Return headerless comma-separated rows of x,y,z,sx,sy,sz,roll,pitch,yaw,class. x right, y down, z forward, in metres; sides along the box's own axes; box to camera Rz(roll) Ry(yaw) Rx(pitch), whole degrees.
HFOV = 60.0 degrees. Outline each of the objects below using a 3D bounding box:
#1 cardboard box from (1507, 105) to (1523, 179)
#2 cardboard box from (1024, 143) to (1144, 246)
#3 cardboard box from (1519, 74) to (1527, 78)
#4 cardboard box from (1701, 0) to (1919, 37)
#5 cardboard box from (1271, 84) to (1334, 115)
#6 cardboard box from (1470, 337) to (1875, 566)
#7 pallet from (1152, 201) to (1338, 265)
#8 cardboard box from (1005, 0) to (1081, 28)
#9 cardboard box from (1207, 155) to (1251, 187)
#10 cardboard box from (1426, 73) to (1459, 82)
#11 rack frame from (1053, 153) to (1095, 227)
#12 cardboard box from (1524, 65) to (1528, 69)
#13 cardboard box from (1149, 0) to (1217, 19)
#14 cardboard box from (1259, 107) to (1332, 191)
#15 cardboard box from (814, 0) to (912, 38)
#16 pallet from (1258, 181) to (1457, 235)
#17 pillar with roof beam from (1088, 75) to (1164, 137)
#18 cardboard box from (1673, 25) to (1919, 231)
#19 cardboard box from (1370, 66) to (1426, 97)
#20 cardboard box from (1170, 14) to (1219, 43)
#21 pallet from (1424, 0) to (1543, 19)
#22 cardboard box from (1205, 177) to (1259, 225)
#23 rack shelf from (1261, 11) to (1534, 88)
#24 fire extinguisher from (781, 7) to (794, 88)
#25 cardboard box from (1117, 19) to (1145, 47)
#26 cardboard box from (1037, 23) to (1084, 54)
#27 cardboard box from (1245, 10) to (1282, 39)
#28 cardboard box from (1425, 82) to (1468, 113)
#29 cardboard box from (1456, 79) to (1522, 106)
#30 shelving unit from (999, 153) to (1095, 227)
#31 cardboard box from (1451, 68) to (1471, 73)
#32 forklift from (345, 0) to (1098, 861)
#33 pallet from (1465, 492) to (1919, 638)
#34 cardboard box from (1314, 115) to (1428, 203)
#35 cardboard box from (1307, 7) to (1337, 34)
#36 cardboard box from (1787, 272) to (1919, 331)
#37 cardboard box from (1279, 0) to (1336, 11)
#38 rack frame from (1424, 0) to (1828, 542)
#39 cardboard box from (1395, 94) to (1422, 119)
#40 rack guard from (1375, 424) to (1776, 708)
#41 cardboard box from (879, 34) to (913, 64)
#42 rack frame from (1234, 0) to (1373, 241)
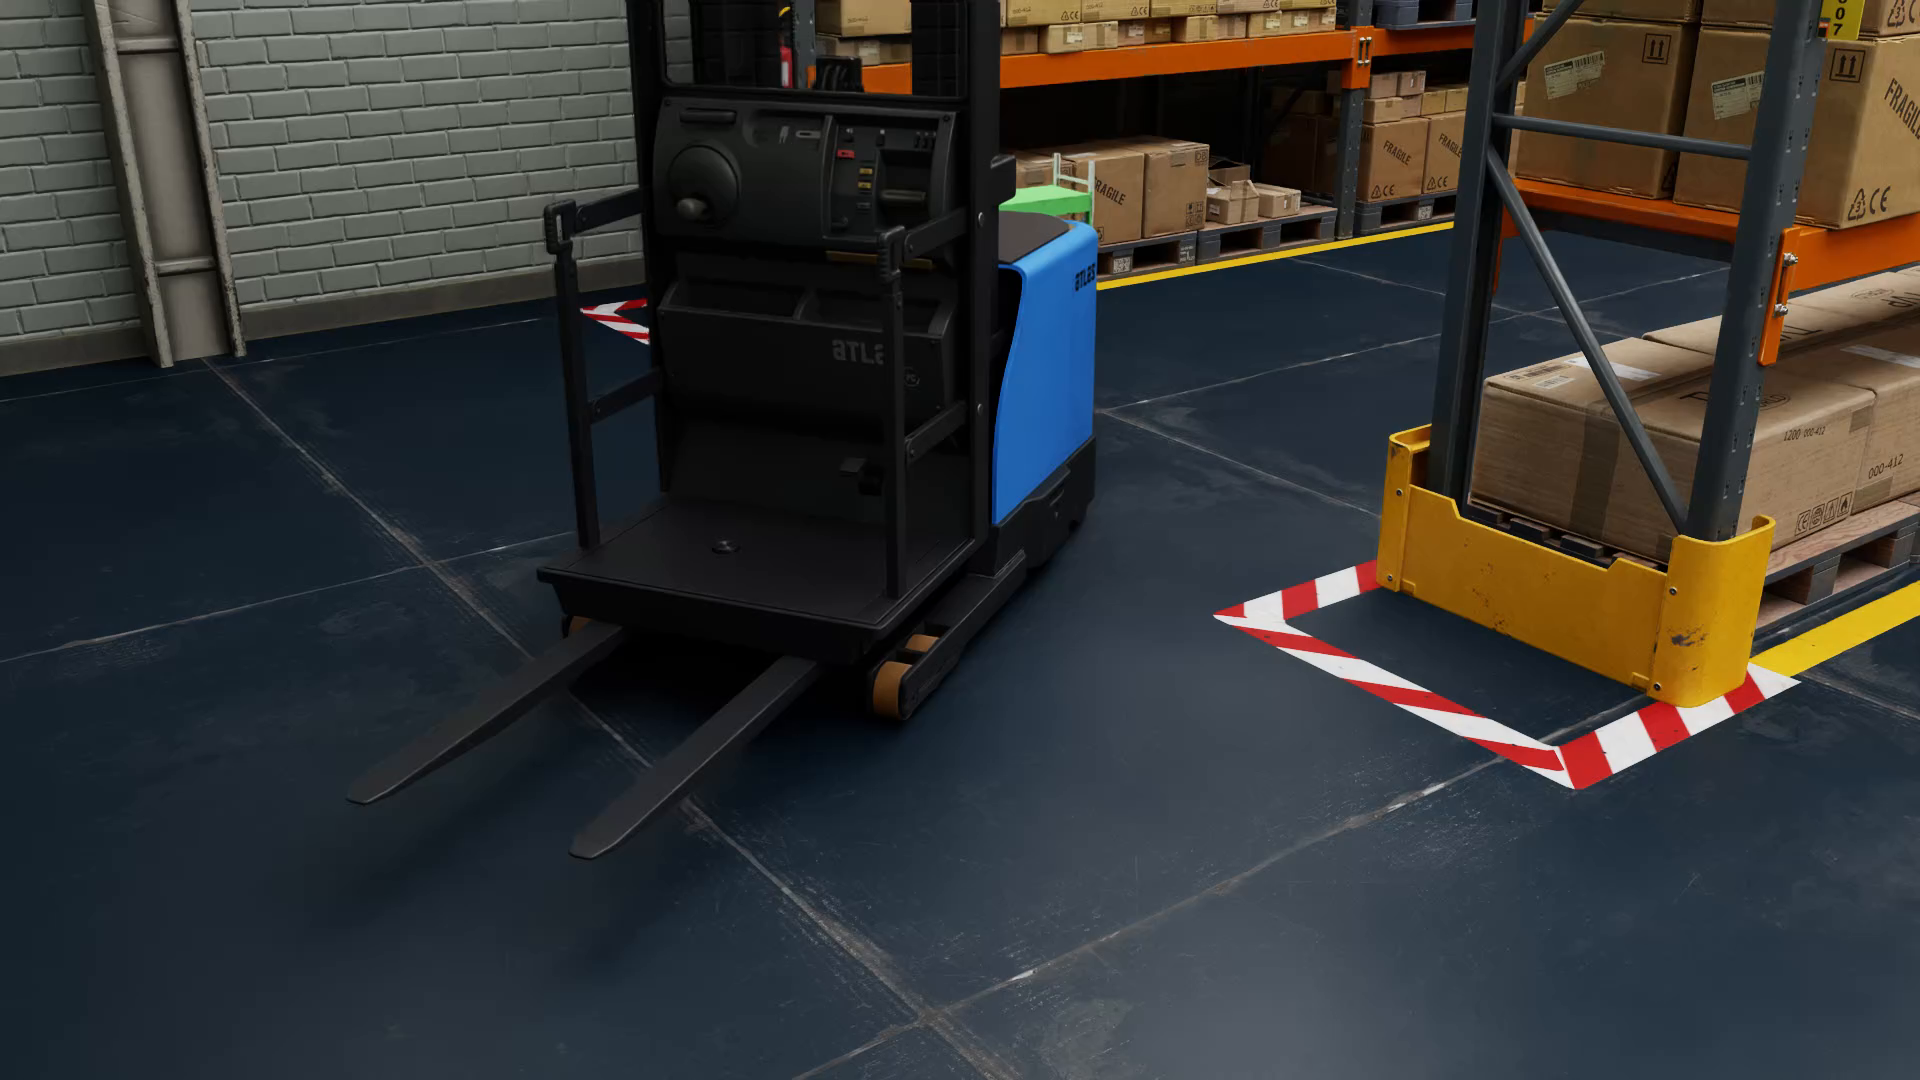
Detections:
3.565,-2.781,11.623,0.500,0.500,0.500,-16,27,-34,cardboard box
0.715,-2.014,9.703,0.500,0.500,0.500,-14,26,-32,cardboard box
4.108,-3.224,11.860,0.250,0.149,0.380,-16,27,-35,cardboard box
2.417,-1.655,4.513,0.500,0.500,0.500,-16,27,-34,cardboard box
2.337,-2.986,11.264,0.250,0.149,0.380,-16,27,-35,cardboard box
2.339,-0.304,5.502,0.875,0.438,0.875,-16,27,-35,cardboard box
1.648,-2.041,10.727,1.213,0.211,1.003,-15,26,-33,pallet
0.304,-2.924,8.979,0.500,0.250,0.500,-16,26,-34,cardboard box
1.532,-2.359,10.822,0.500,0.311,0.500,-14,26,-31,cardboard box
3.362,-3.279,11.998,0.250,0.149,0.380,-14,26,-32,cardboard box
0.432,-0.890,6.507,0.015,1.200,0.240,-14,26,-31,rack frame
4.187,-3.508,12.572,0.250,0.149,0.380,-16,27,-35,cardboard box
1.125,-3.153,9.551,0.500,0.250,0.500,-15,26,-33,cardboard box
2.432,-2.714,11.456,0.500,0.500,0.500,-15,26,-33,cardboard box
-0.515,-2.704,8.427,0.500,0.250,0.500,-15,26,-33,cardboard box
2.844,-2.377,11.568,1.213,0.211,1.003,-15,26,-33,pallet
3.629,-5.096,6.526,0.400,9.000,9.100,-15,26,-33,pillar with roof beam
2.419,-1.190,4.697,0.500,0.500,0.500,-15,26,-33,cardboard box
2.836,-3.026,10.963,0.250,0.149,0.380,-16,27,-35,cardboard box
1.280,-2.984,9.666,0.250,0.149,0.380,-15,26,-34,cardboard box
3.877,-3.839,11.728,1.213,0.211,1.003,-15,26,-33,pallet
1.636,-2.124,10.293,0.258,0.266,0.396,-14,26,-31,cardboard box
3.830,-3.583,11.800,4.000,0.370,1.077,-15,26,-33,rack shelf
-0.890,-2.239,8.067,0.183,0.674,0.296,-15,26,-33,fire extinguisher
0.832,-2.894,9.441,0.250,0.149,0.380,-15,26,-33,cardboard box
0.461,-2.755,9.091,0.250,0.149,0.380,-16,27,-34,cardboard box
1.699,-3.096,9.948,0.250,0.149,0.380,-14,26,-31,cardboard box
3.249,-3.023,11.356,0.250,0.149,0.380,-15,26,-34,cardboard box
3.676,-3.119,11.596,0.250,0.149,0.380,-14,26,-31,cardboard box
0.228,-0.840,6.382,0.503,1.200,0.258,-14,26,-31,shelving unit
3.829,-3.371,12.227,0.250,0.149,0.380,-15,26,-33,cardboard box
-0.531,-1.034,4.534,1.130,2.935,3.031,9,23,20,forklift
2.465,-0.028,5.681,1.213,0.211,1.003,-15,26,-33,pallet
2.730,-2.556,11.060,0.500,0.500,0.500,-14,25,-31,cardboard box
2.095,-3.223,10.265,0.250,0.149,0.380,-15,26,-32,cardboard box
3.810,-0.700,6.493,0.875,0.438,0.875,-16,27,-34,cardboard box
1.935,-3.369,10.094,0.500,0.250,0.500,-14,26,-32,cardboard box
1.861,-1.126,4.672,0.127,3.000,1.000,-15,26,-33,rack frame
2.832,-2.901,11.049,0.250,0.149,0.380,-16,27,-34,cardboard box
1.842,0.040,5.122,0.348,0.500,1.175,-15,26,-33,rack guard
-0.434,-2.560,8.603,0.250,0.149,0.380,-14,26,-32,cardboard box
2.206,-3.485,10.582,0.127,3.000,1.000,-15,26,-33,rack frame
